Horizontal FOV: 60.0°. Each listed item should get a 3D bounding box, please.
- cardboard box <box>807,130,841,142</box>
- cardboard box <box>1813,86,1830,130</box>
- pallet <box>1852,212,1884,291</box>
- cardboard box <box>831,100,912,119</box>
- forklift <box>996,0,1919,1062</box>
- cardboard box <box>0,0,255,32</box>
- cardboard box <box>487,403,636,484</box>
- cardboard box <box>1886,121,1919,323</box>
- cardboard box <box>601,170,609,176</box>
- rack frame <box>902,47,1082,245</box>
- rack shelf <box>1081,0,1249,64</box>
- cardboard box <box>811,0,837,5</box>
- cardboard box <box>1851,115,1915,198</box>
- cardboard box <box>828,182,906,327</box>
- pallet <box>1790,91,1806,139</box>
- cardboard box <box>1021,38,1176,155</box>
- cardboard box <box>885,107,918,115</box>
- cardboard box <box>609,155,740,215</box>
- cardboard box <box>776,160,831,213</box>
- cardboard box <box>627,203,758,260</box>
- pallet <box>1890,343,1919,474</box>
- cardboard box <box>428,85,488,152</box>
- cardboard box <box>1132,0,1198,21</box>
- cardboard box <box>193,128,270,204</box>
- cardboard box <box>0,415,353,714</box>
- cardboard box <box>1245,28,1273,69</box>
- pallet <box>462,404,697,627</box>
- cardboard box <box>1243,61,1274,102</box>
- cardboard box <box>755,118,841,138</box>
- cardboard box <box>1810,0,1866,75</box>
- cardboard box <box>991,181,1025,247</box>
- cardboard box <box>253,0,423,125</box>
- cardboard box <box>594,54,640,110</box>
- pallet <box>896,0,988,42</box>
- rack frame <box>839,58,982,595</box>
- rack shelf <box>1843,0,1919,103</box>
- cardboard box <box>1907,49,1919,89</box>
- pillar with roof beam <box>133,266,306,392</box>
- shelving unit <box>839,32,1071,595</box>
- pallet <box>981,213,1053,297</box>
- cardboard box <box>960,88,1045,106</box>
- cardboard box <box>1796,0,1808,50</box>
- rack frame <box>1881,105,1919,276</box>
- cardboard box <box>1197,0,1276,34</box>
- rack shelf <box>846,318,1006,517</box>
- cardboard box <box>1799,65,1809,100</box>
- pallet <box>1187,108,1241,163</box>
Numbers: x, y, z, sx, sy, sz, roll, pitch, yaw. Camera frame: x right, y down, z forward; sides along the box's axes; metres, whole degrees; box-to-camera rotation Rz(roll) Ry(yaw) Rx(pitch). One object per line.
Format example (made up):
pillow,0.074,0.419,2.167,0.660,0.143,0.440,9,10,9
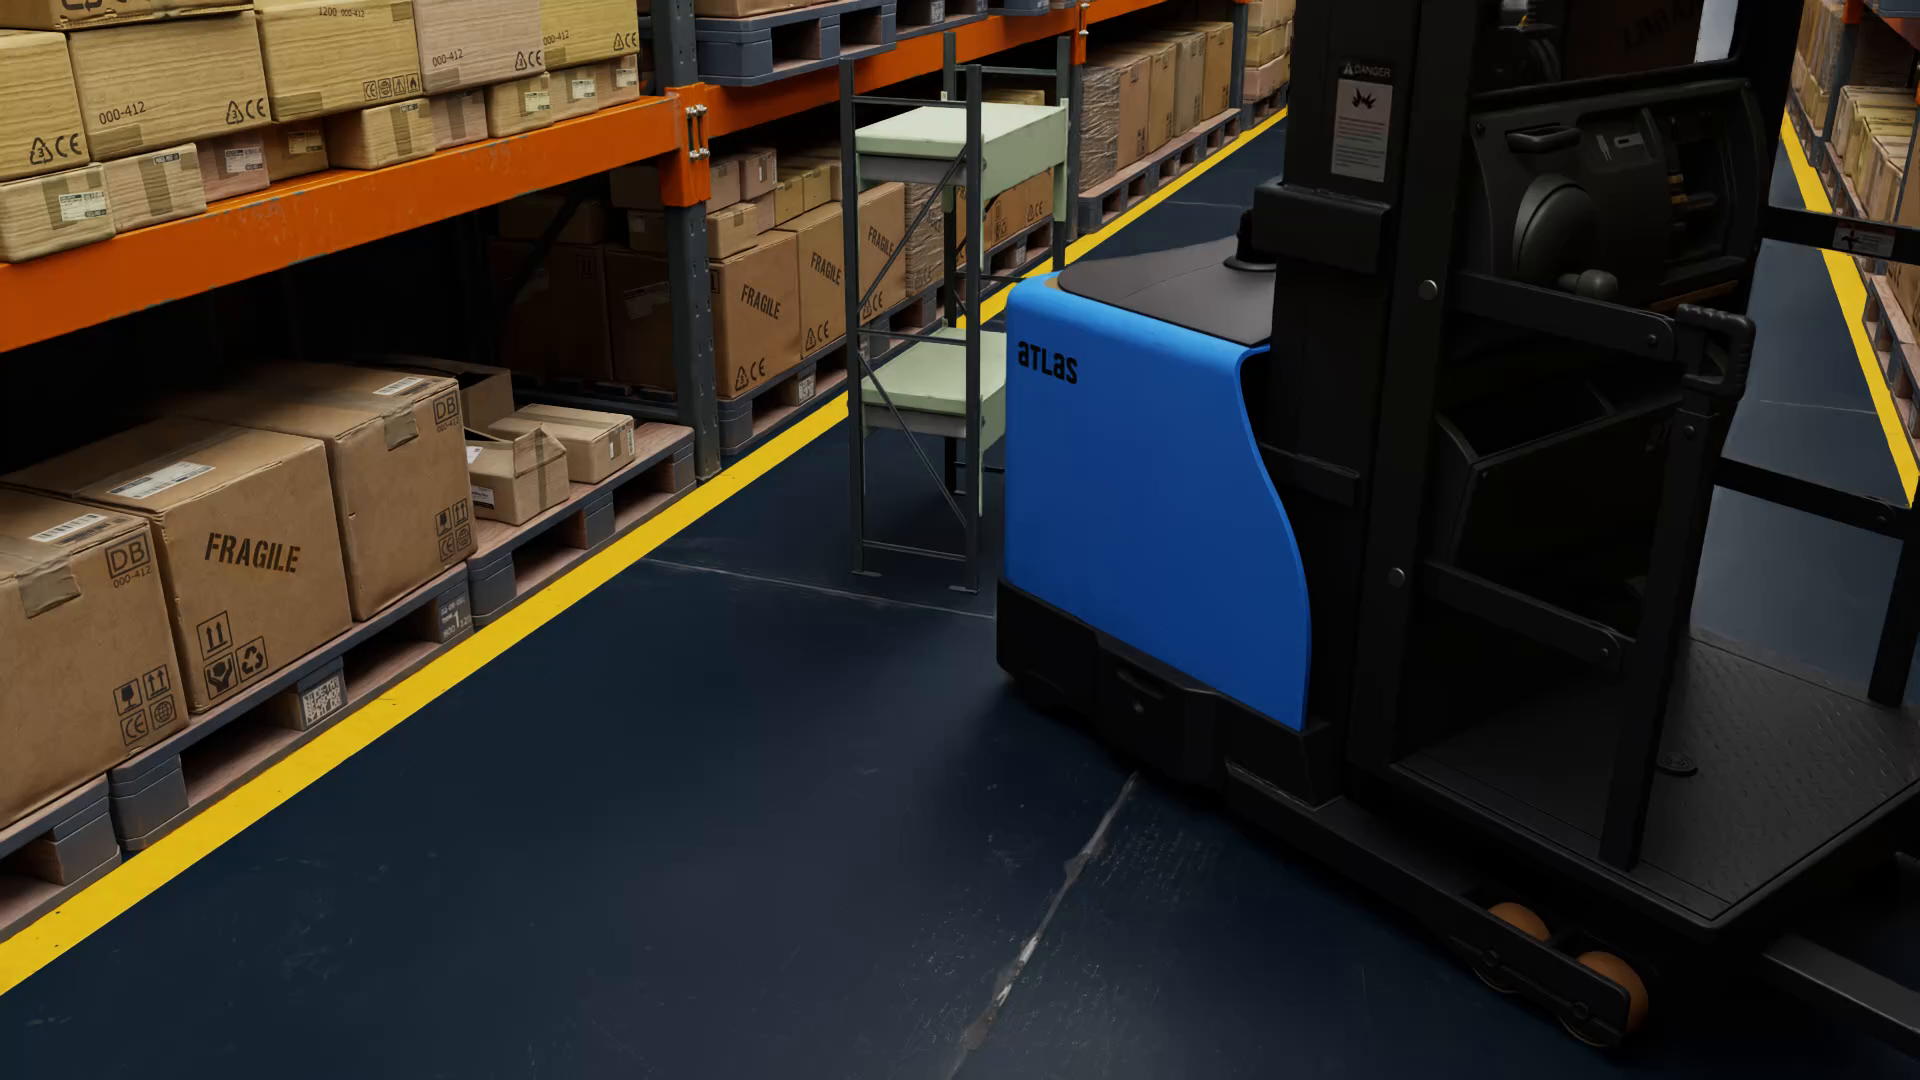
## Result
cardboard box,-0.439,-1.677,7.229,0.380,0.149,0.250,9,24,20
cardboard box,6.232,-2.998,11.559,0.500,0.250,0.500,10,25,22
pallet,5.068,-1.385,8.291,1.003,0.211,1.213,9,24,20
cardboard box,-0.458,-2.107,8.260,0.380,0.149,0.250,9,24,21
forklift,1.392,-0.645,2.991,1.130,2.935,3.031,-17,28,-34
cardboard box,-1.830,-1.313,3.338,0.500,0.500,0.500,9,24,21
cardboard box,-1.254,-0.307,5.246,0.380,0.149,0.250,8,24,18
cardboard box,4.442,-1.370,6.850,0.875,0.875,0.875,9,24,20
cardboard box,-1.275,-1.366,6.484,0.380,0.149,0.250,9,24,21
rack frame,0.166,-3.101,8.783,1.000,3.000,0.127,9,24,20
rack shelf,0.909,-3.485,10.635,1.077,0.370,4.000,9,24,20
cardboard box,-0.740,-2.236,6.037,0.700,0.500,0.500,9,24,21
cardboard box,5.549,-2.110,9.273,0.950,0.372,0.625,10,25,22
cardboard box,-0.553,-1.221,6.980,0.500,0.500,0.500,8,24,18
pallet,6.930,-3.220,12.685,1.003,0.211,1.213,9,24,20
cardboard box,0.896,-2.896,10.829,0.875,0.625,0.625,8,24,18
cardboard box,-0.134,-1.950,7.883,0.380,0.149,0.250,10,24,22
cardboard box,-0.996,-1.246,5.811,0.380,0.149,0.250,8,24,19
cardboard box,-0.734,-1.403,6.575,0.380,0.149,0.250,8,24,19
cardboard box,-0.939,-1.100,5.848,0.380,0.149,0.250,10,25,23
pallet,3.959,-0.399,5.931,1.003,0.211,1.213,9,24,20
cardboard box,-1.477,-1.121,4.368,0.380,0.149,0.250,9,24,21
cardboard box,1.655,-4.123,12.954,0.500,0.250,0.500,9,24,21
cardboard box,-1.793,-0.854,3.729,0.380,0.149,0.250,9,24,20
cardboard box,-1.847,0.041,3.959,0.500,0.500,0.500,9,24,21
cardboard box,2.118,-3.817,12.871,0.500,0.250,0.500,9,24,20
pallet,-1.576,-0.137,5.305,1.003,0.211,1.213,9,24,20
cardboard box,2.139,-3.583,12.960,0.500,0.250,0.500,9,24,21
cardboard box,-0.748,-1.828,7.592,0.380,0.149,0.250,9,24,20
cardboard box,6.608,-3.710,12.289,0.500,0.500,0.500,10,25,23
cardboard box,0.013,-1.782,8.322,0.500,0.500,0.500,8,24,19
cardboard box,-1.652,-1.163,3.951,0.500,0.250,0.500,9,24,20
cardboard box,-1.203,-1.404,5.045,0.380,0.149,0.250,9,24,21
pallet,-0.552,-2.316,7.152,1.003,0.211,1.213,9,24,20
rack frame,-0.133,-0.563,4.653,0.400,1.500,0.023,9,24,20
rack shelf,5.519,-2.776,8.937,1.077,0.370,4.000,9,24,20
cardboard box,6.732,-3.267,11.229,0.500,0.500,0.500,10,25,23
pillar with roof beam,1.582,-3.702,2.436,9.100,9.000,0.400,9,24,20
shelving unit,0.002,-0.694,4.967,0.431,1.500,0.755,9,24,20
pallet,-0.146,-1.553,8.694,1.003,0.211,1.213,9,24,20
cardboard box,0.218,-2.228,8.549,0.380,0.149,0.250,8,24,17
cardboard box,7.183,-4.268,13.626,0.500,0.500,0.500,8,24,18
rack frame,4.776,-2.392,7.085,1.000,3.000,0.127,9,24,20
cardboard box,2.123,-4.047,12.773,0.500,0.250,0.500,8,24,19
rack shelf,0.002,-0.394,5.092,0.431,0.370,0.720,9,24,20
cardboard box,6.804,-3.552,12.885,0.500,0.250,0.500,11,25,24
pallet,1.415,-2.977,12.102,1.003,0.211,1.213,9,24,20
